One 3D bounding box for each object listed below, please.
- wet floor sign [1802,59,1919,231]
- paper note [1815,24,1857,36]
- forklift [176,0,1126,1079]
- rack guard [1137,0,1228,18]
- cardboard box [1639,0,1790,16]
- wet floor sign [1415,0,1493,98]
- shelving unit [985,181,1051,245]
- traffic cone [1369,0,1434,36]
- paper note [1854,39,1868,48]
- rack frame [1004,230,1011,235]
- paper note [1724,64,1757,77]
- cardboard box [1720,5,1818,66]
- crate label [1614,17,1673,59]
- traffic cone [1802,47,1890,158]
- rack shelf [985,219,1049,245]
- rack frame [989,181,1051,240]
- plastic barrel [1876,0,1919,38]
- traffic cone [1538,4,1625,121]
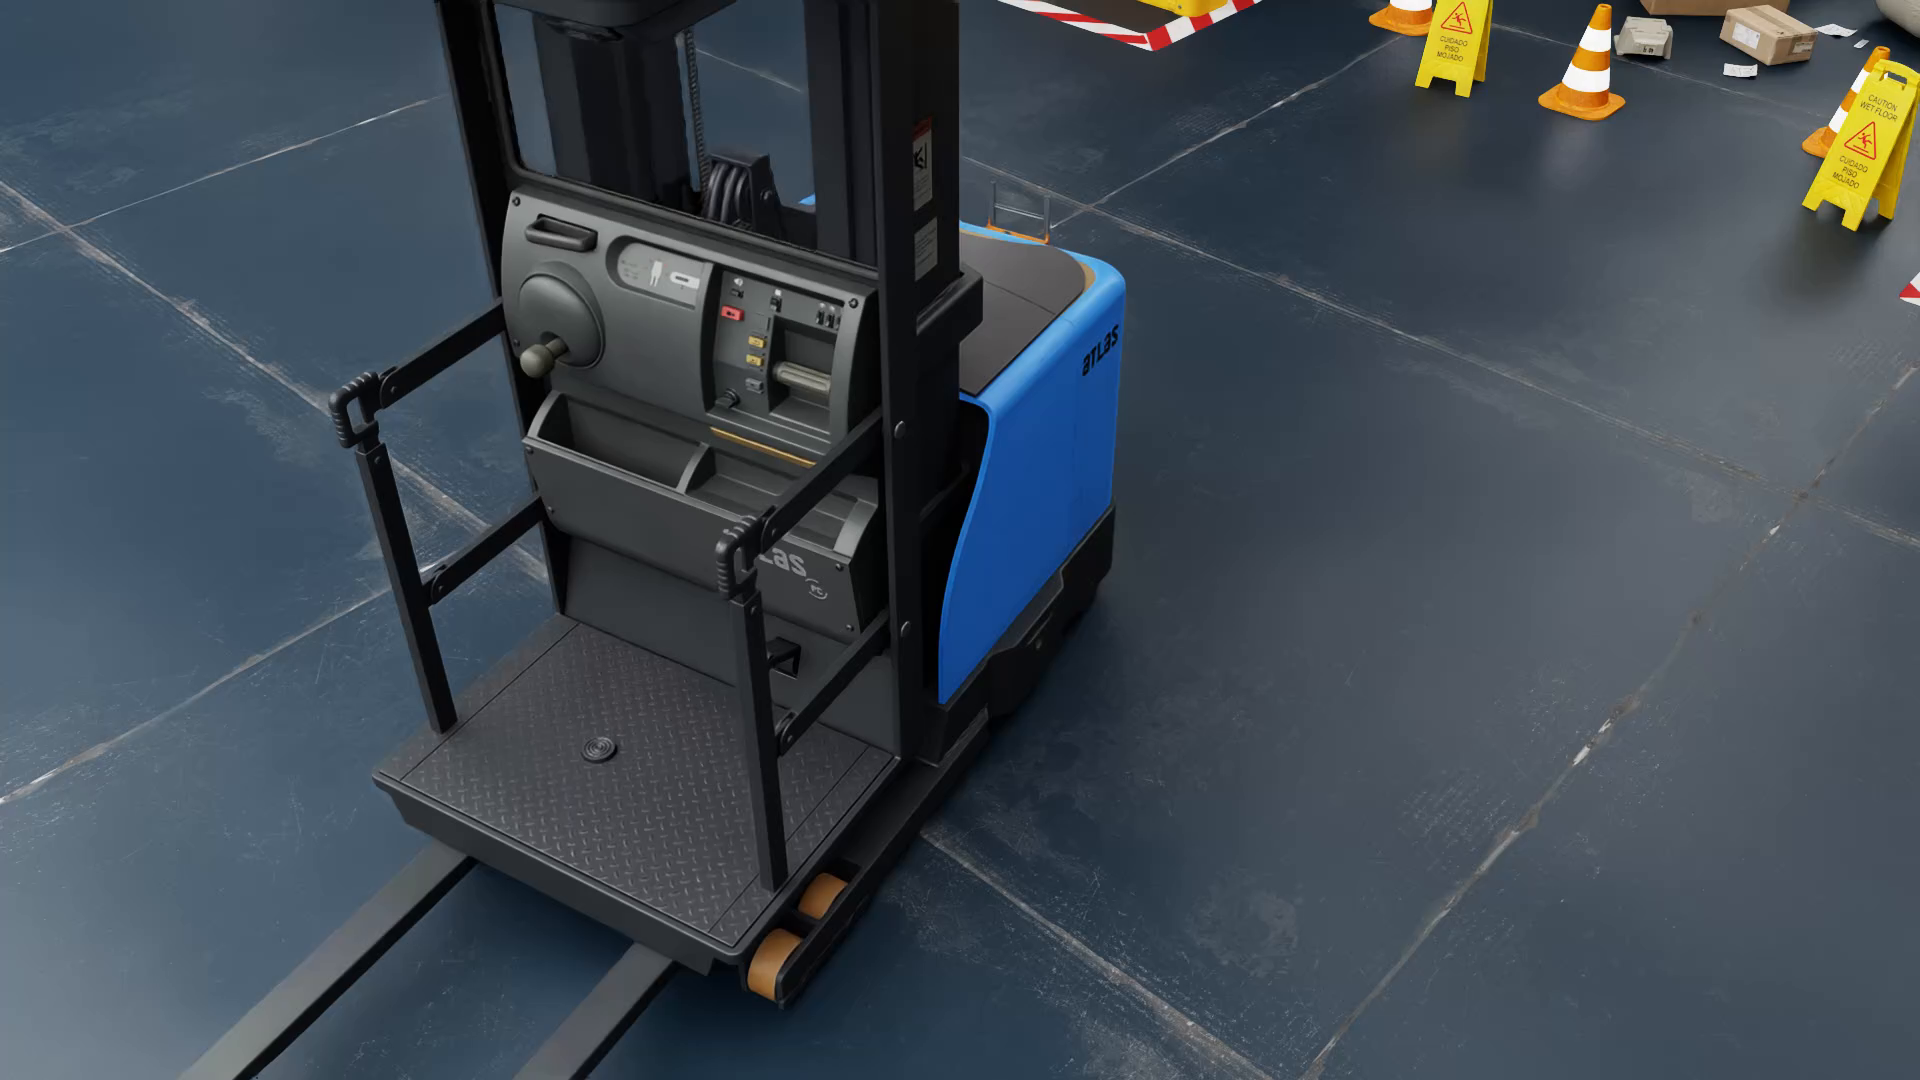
[{"bbox_3d":[3.724,-1.628,6.779,0.232,0.644,0.267,-18,42,-21],"label":"wet floor sign"},{"bbox_3d":[4.494,-2.619,8.528,0.142,0.019,0.148,-18,42,-21],"label":"paper note"},{"bbox_3d":[-0.710,-0.398,3.396,1.130,2.935,3.031,20,43,23],"label":"forklift"},{"bbox_3d":[0.904,-3.231,8.911,1.175,0.500,0.348,30,47,32],"label":"rack guard"},{"bbox_3d":[3.958,-3.081,8.720,0.797,0.503,0.637,2,39,2],"label":"cardboard box"},{"bbox_3d":[2.362,-2.454,7.817,0.267,0.644,0.232,22,43,25],"label":"wet floor sign"},{"bbox_3d":[0.114,-0.548,5.095,0.215,1.050,0.252,20,43,23],"label":"shelving unit"},{"bbox_3d":[2.326,-2.875,8.494,0.336,0.463,0.334,30,47,32],"label":"traffic cone"},{"bbox_3d":[4.549,-2.504,8.391,0.032,0.001,0.123,30,47,32],"label":"paper note"},{"bbox_3d":[0.053,-0.482,5.013,0.200,1.050,0.008,20,43,23],"label":"rack frame"},{"bbox_3d":[3.810,-2.296,8.113,0.148,0.019,0.142,14,41,17],"label":"paper note"},{"bbox_3d":[4.035,-2.522,8.302,0.250,0.149,0.380,-11,40,-14],"label":"cardboard box"},{"bbox_3d":[3.416,-2.504,8.289,0.250,0.136,0.298,8,39,10],"label":"crate label"},{"bbox_3d":[3.980,-1.934,7.311,0.336,0.463,0.334,30,47,32],"label":"traffic cone"},{"bbox_3d":[0.114,-0.762,4.925,0.215,0.259,0.240,20,43,23],"label":"rack shelf"},{"bbox_3d":[0.175,-0.614,5.178,0.200,1.050,0.008,20,43,23],"label":"rack frame"},{"bbox_3d":[4.918,-2.764,8.386,0.421,0.421,0.512,-5,39,-6],"label":"plastic barrel"},{"bbox_3d":[2.931,-2.244,7.700,0.336,0.463,0.334,30,47,32],"label":"traffic cone"}]
